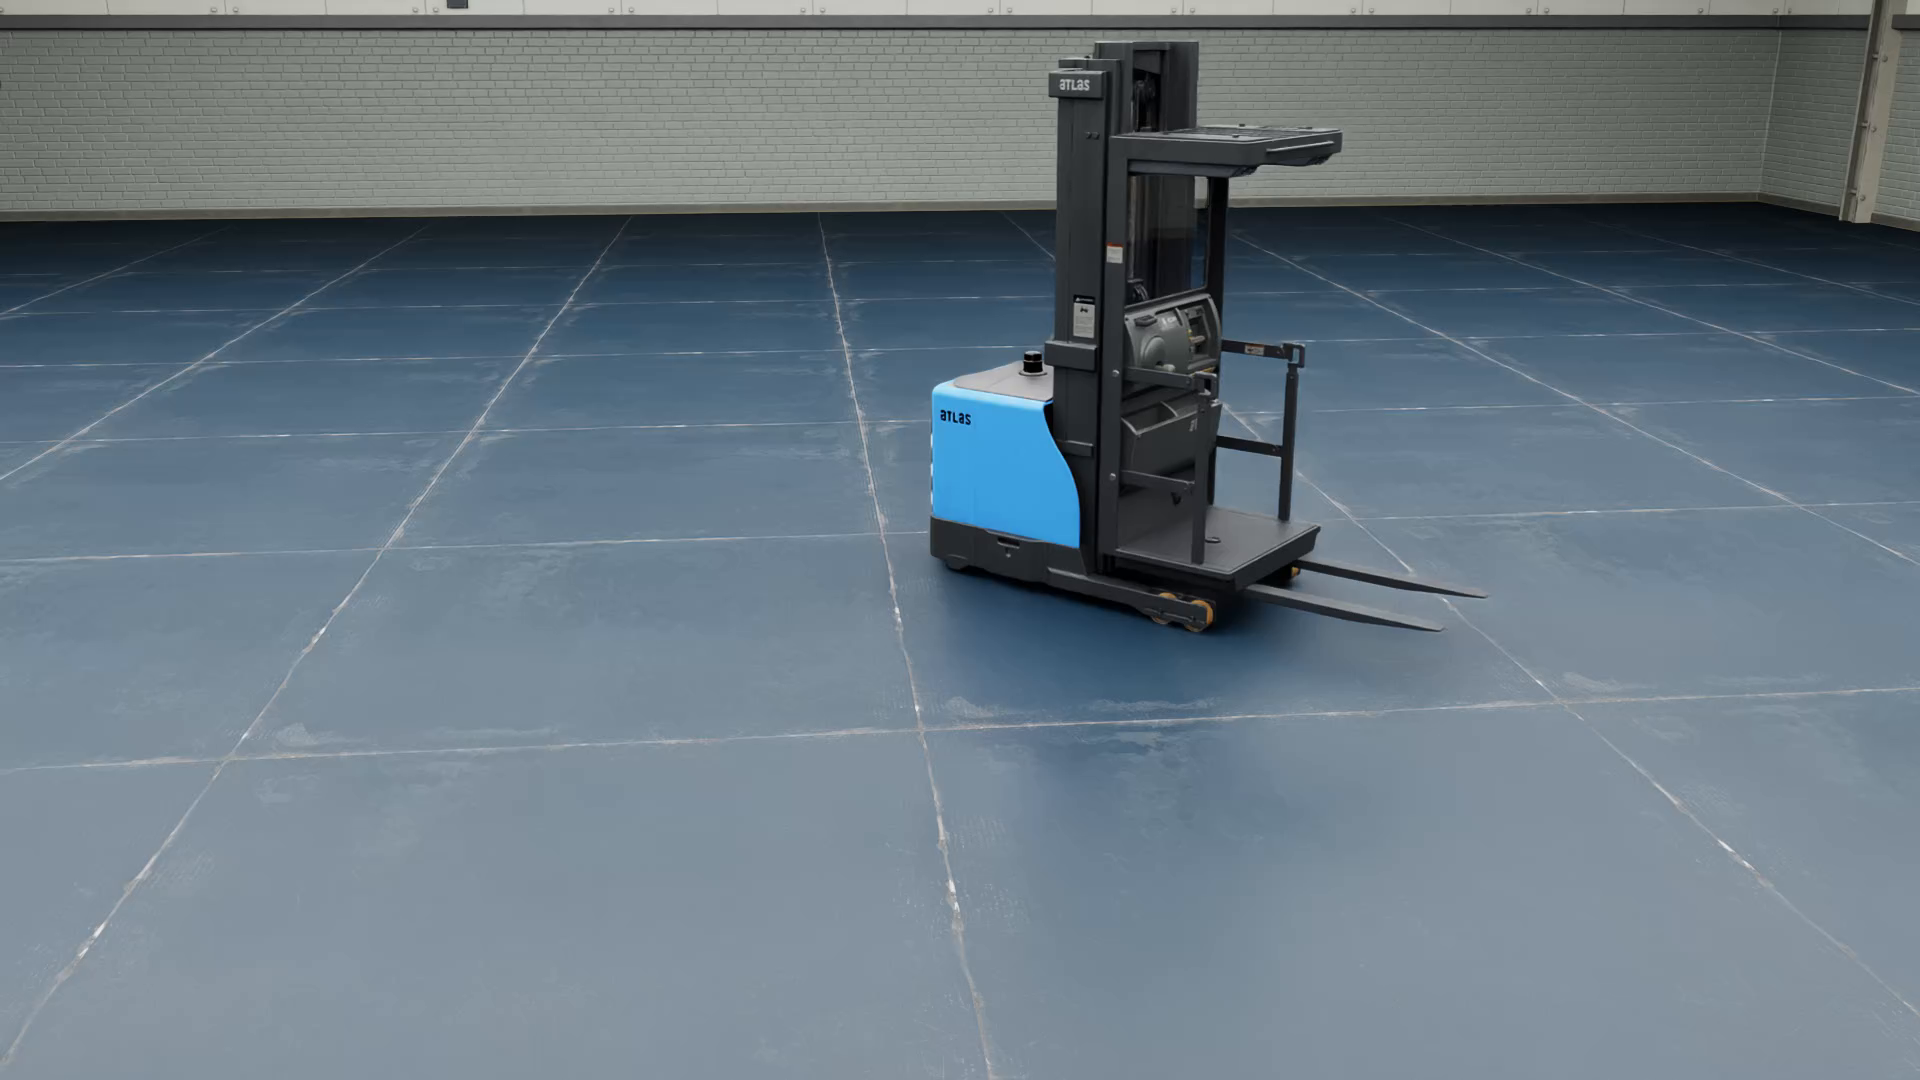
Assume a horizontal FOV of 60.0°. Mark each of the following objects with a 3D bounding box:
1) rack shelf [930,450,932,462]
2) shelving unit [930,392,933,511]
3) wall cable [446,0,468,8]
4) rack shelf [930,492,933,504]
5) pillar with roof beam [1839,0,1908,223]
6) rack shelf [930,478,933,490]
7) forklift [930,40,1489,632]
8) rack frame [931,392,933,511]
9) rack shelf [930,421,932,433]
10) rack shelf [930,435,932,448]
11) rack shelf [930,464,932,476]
[{"bbox_3d":[-0.042,-0.489,10.044,0.258,0.077,0.200,-2,18,-7],"label":"rack shelf"},{"bbox_3d":[-0.042,-0.435,10.061,0.258,0.900,0.210,-2,18,-7],"label":"shelving unit"},{"bbox_3d":[-6.807,-11.159,25.021,2.305,6.003,0.169,-2,18,-6],"label":"wall cable"},{"bbox_3d":[-0.042,-0.232,10.125,0.258,0.077,0.200,-2,18,-7],"label":"rack shelf"},{"bbox_3d":[9.787,-9.170,24.361,9.100,9.000,0.400,-2,18,-6],"label":"pillar with roof beam"},{"bbox_3d":[-0.042,-0.317,10.098,0.258,0.077,0.200,-2,18,-7],"label":"rack shelf"},{"bbox_3d":[1.310,-1.099,8.785,3.031,2.935,1.130,13,21,35],"label":"forklift"},{"bbox_3d":[-0.055,-0.465,10.157,0.240,0.900,0.006,-2,18,-7],"label":"rack frame"},{"bbox_3d":[-0.042,-0.661,9.990,0.258,0.077,0.200,-2,18,-7],"label":"rack shelf"},{"bbox_3d":[-0.042,-0.575,10.017,0.258,0.077,0.200,-2,18,-7],"label":"rack shelf"},{"bbox_3d":[-0.042,-0.403,10.071,0.258,0.077,0.200,-2,18,-7],"label":"rack shelf"}]
